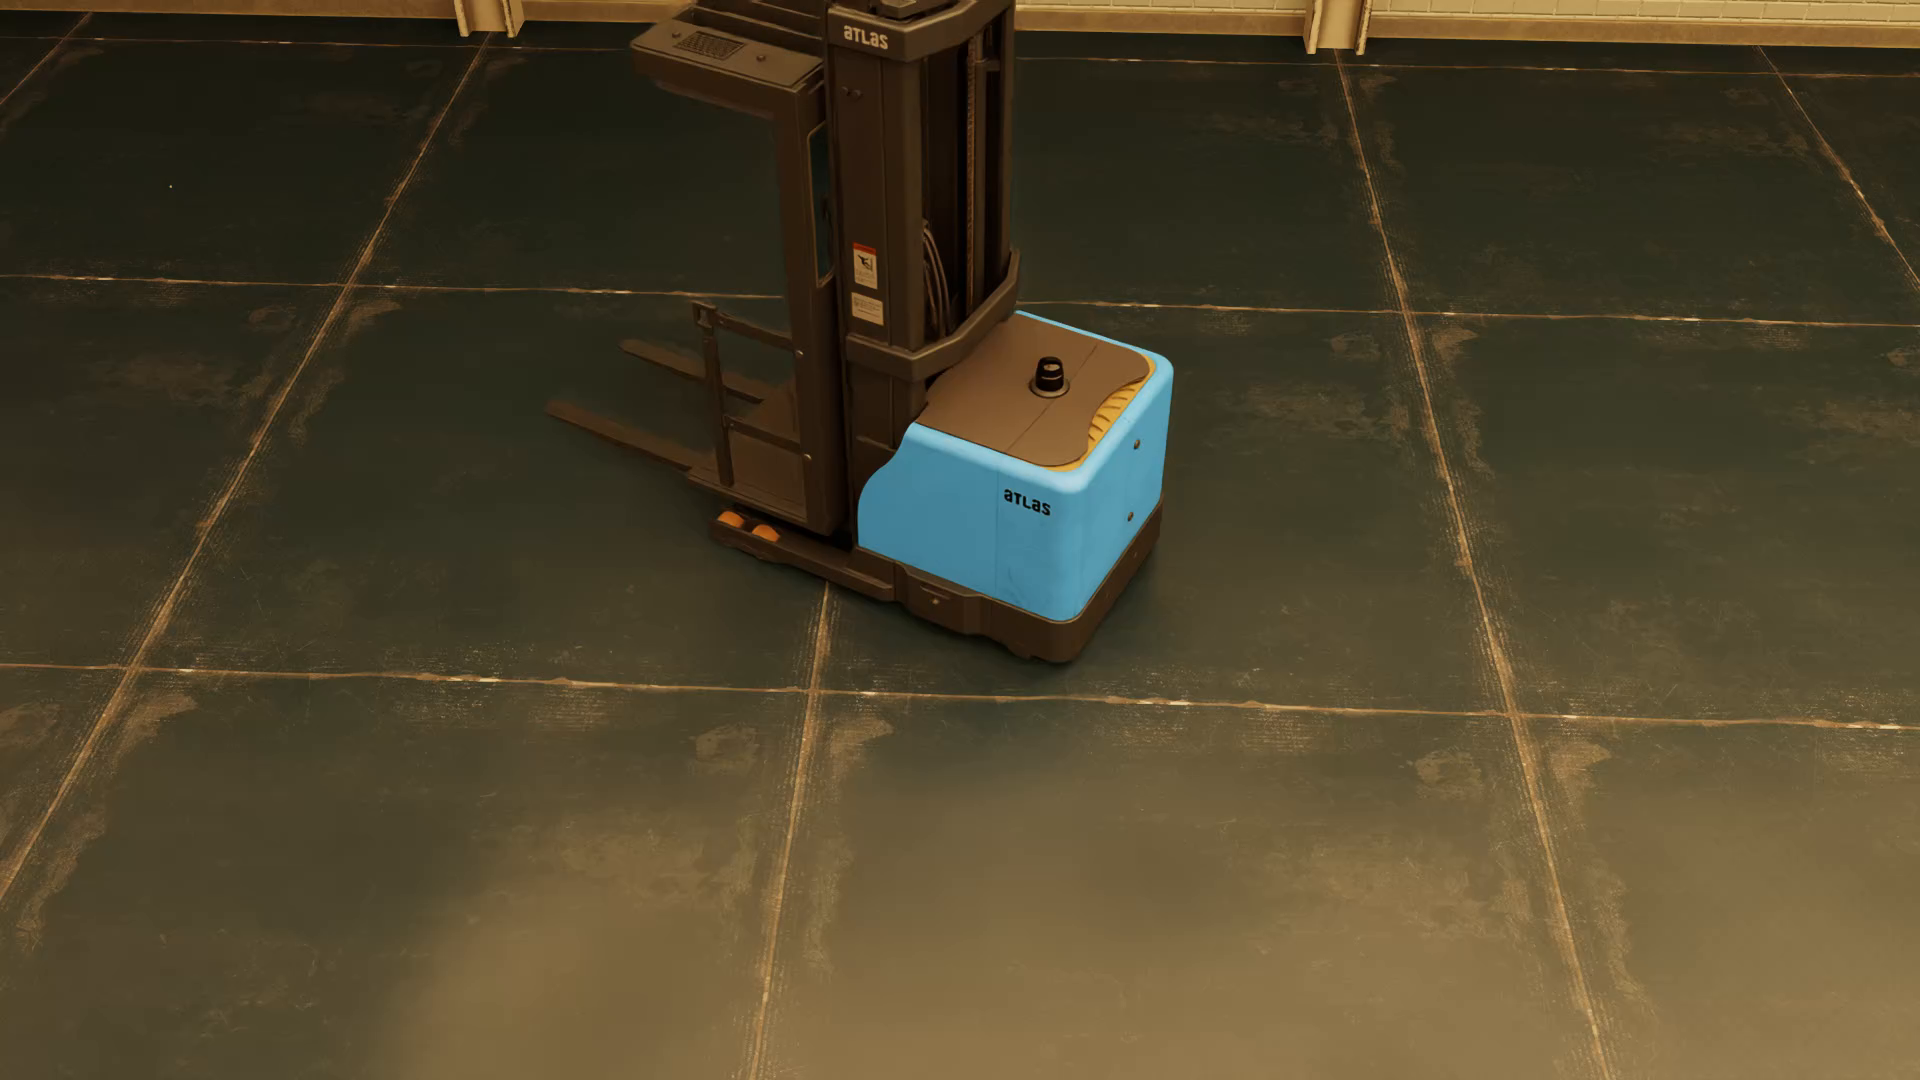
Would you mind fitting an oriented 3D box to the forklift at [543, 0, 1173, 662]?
[{"bbox_3d":[-0.601,-1.277,7.141,3.031,2.935,1.130,21,46,21],"label":"forklift"}]
